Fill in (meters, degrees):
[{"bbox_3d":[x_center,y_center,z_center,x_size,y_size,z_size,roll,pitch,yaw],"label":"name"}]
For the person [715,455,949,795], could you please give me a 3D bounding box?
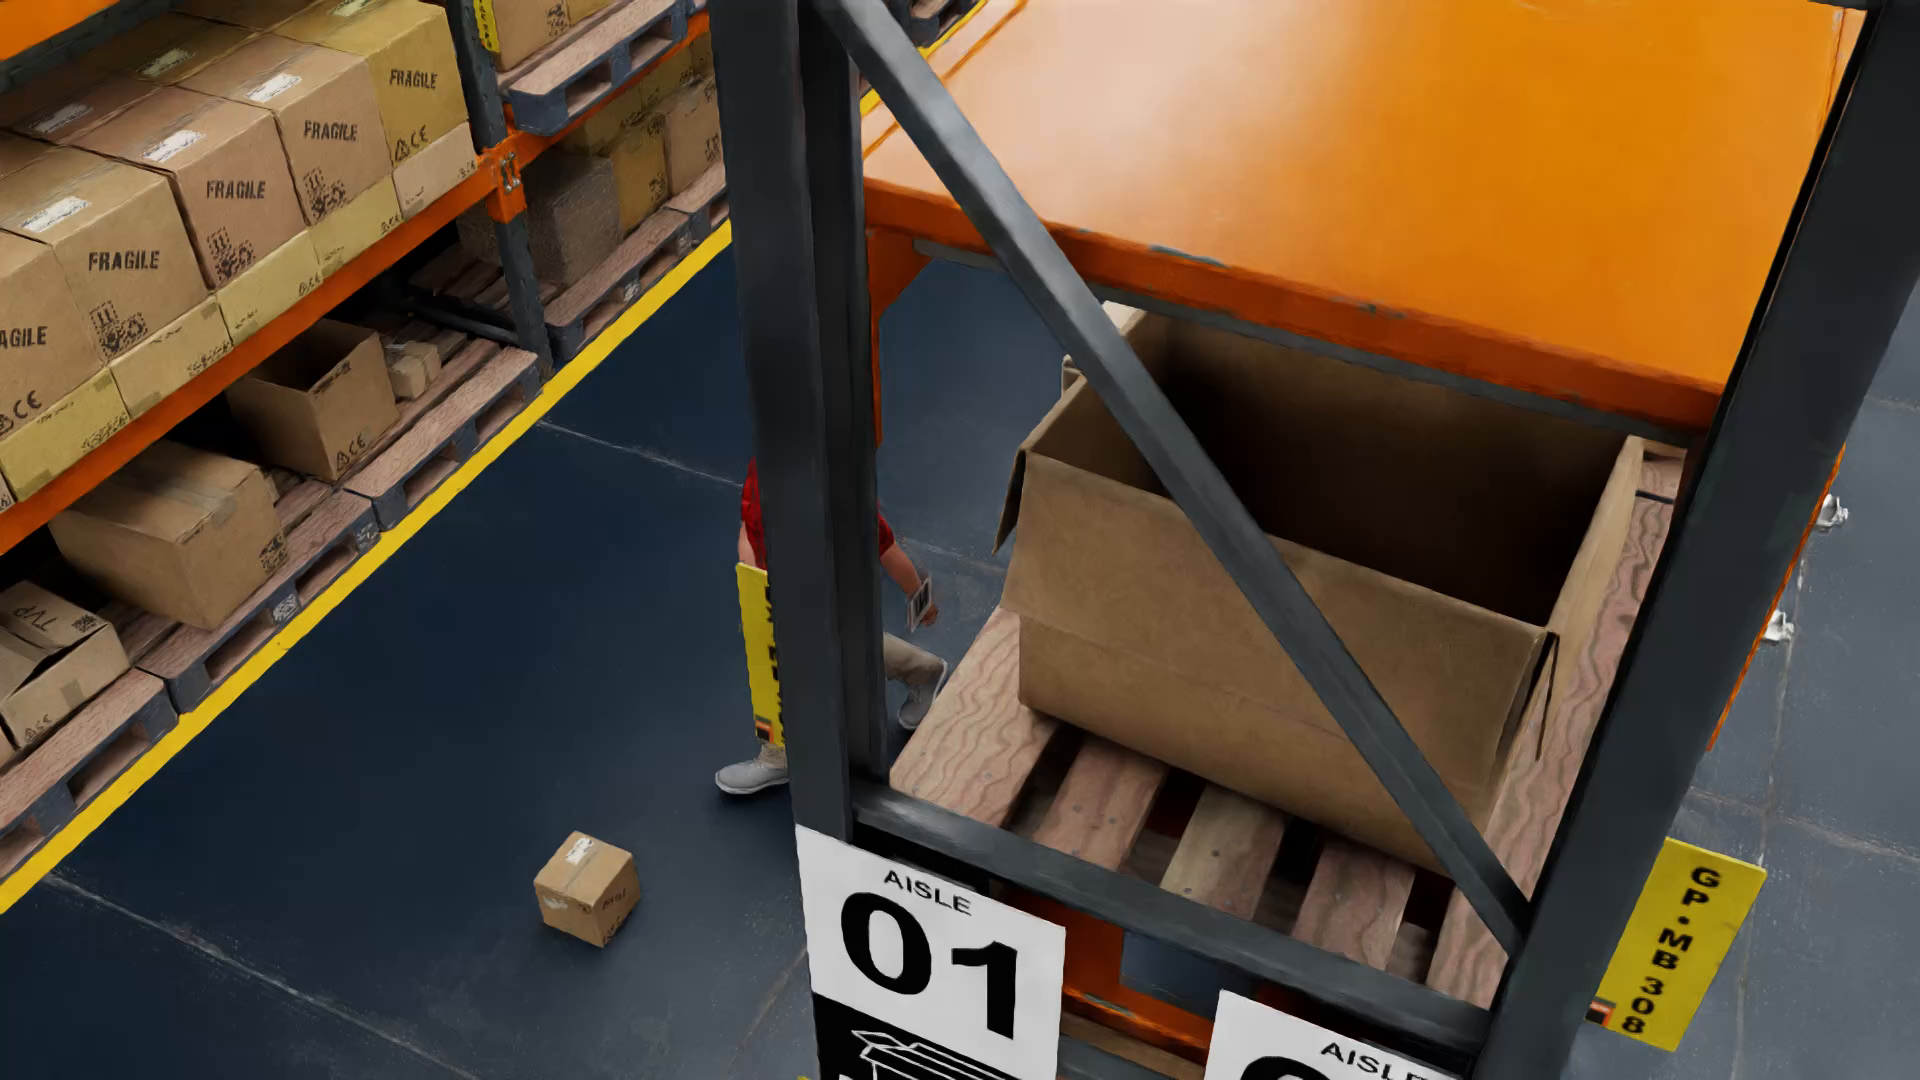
[{"bbox_3d":[-0.476,0.188,5.986,1.022,1.673,0.519,-24,47,-25],"label":"person"}]
